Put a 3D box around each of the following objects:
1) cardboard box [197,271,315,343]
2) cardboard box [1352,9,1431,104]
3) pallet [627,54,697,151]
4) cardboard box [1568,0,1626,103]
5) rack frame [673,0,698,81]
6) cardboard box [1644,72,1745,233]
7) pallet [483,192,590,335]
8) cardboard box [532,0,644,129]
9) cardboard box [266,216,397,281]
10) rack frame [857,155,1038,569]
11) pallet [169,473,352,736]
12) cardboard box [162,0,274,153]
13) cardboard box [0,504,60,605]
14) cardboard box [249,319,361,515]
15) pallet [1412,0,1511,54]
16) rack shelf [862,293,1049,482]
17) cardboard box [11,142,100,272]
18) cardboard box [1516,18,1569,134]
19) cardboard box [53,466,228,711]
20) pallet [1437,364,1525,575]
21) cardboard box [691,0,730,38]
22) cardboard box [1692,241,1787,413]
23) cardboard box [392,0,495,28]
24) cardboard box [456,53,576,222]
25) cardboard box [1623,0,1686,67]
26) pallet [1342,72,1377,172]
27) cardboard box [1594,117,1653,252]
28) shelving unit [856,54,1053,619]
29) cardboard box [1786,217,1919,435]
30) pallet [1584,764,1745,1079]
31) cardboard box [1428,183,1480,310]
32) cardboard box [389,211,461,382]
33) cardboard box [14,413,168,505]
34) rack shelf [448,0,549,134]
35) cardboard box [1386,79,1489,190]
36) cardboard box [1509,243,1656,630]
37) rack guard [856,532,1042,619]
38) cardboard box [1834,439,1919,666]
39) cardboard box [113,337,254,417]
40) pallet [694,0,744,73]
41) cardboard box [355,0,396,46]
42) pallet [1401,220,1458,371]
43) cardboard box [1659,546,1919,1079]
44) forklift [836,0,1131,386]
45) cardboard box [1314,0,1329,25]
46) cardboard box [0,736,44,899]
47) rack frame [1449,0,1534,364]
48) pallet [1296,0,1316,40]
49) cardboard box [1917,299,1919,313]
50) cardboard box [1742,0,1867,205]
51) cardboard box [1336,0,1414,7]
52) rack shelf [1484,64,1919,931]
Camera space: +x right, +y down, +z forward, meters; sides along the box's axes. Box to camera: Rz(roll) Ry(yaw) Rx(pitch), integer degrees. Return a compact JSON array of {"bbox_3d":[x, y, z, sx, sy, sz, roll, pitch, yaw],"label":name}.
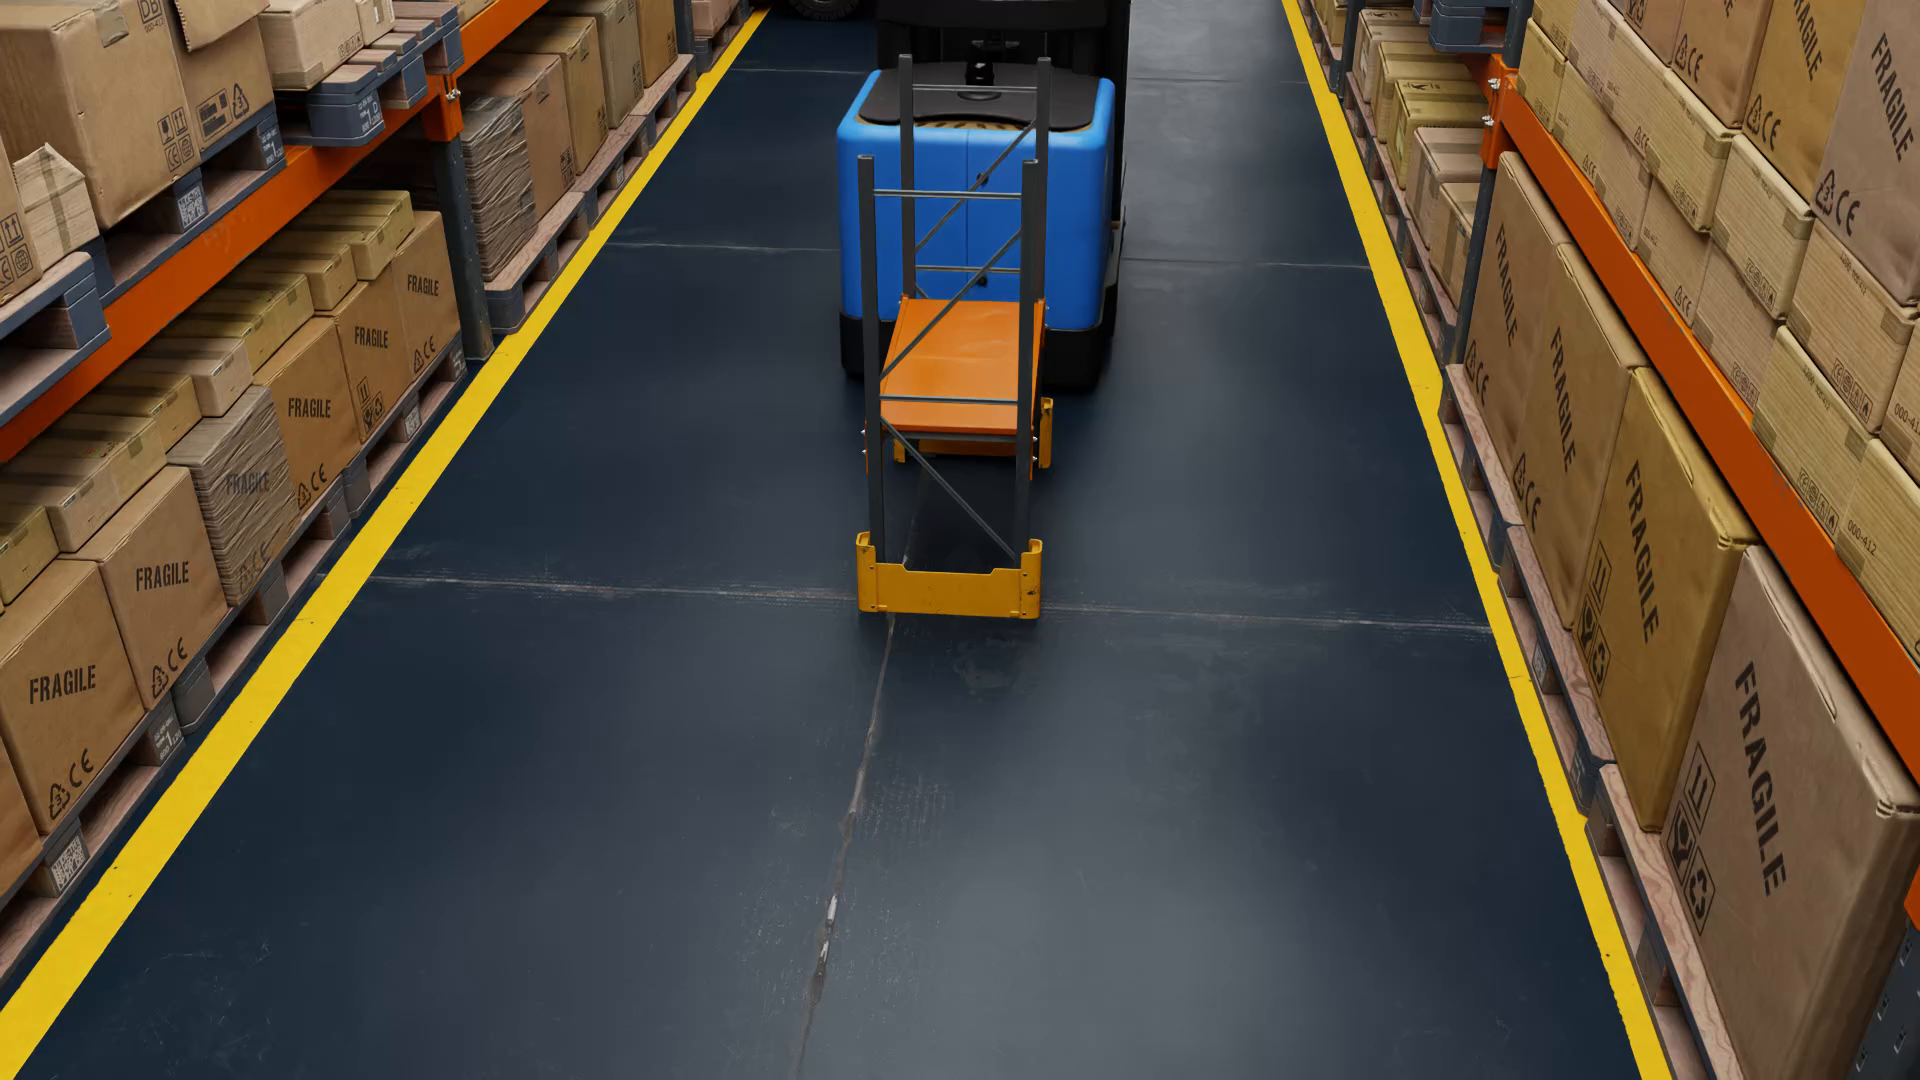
[{"bbox_3d":[-2.386,-0.774,5.511,0.380,0.149,0.250,3,32,5],"label":"cardboard box"},{"bbox_3d":[2.758,-2.735,9.434,0.950,0.372,0.625,3,32,5],"label":"cardboard box"},{"bbox_3d":[-2.170,-2.586,9.745,1.003,0.211,1.213,2,32,4],"label":"pallet"},{"bbox_3d":[2.142,-1.482,4.963,0.500,0.250,0.500,3,32,5],"label":"cardboard box"},{"bbox_3d":[-2.149,-4.160,9.641,1.000,3.000,0.127,2,32,4],"label":"rack frame"},{"bbox_3d":[2.035,-0.958,4.111,0.500,0.250,0.500,3,32,5],"label":"cardboard box"},{"bbox_3d":[-2.369,-1.310,7.674,1.003,0.211,1.213,2,32,4],"label":"pallet"},{"bbox_3d":[-2.251,-2.649,9.052,0.875,0.625,0.625,2,32,3],"label":"cardboard box"},{"bbox_3d":[-2.254,-1.046,5.952,0.380,0.149,0.250,1,32,1],"label":"cardboard box"},{"bbox_3d":[-0.034,-0.417,4.998,0.500,1.500,0.032,2,32,4],"label":"rack frame"},{"bbox_3d":[-2.675,0.144,5.315,1.003,0.211,1.213,2,32,4],"label":"pallet"},{"bbox_3d":[-2.423,-1.429,4.712,0.797,0.503,0.637,2,32,3],"label":"cardboard box"},{"bbox_3d":[-2.542,0.030,4.207,0.380,0.149,0.250,2,32,3],"label":"cardboard box"},{"bbox_3d":[-2.386,-0.417,5.551,0.500,0.500,0.500,4,32,6],"label":"cardboard box"},{"bbox_3d":[2.424,-2.154,6.568,1.213,0.211,1.003,2,32,4],"label":"pallet"},{"bbox_3d":[0.007,-0.530,5.523,0.538,0.185,1.000,2,32,4],"label":"rack shelf"},{"bbox_3d":[-2.305,-0.808,3.930,0.396,0.266,0.258,4,32,6],"label":"cardboard box"},{"bbox_3d":[2.182,-1.549,5.547,0.500,0.250,0.500,2,32,3],"label":"cardboard box"},{"bbox_3d":[-2.458,0.126,4.669,0.500,0.500,0.500,2,32,3],"label":"cardboard box"},{"bbox_3d":[2.333,-0.262,5.974,1.003,0.211,1.213,2,32,4],"label":"pallet"},{"bbox_3d":[-1.780,-3.407,10.640,0.500,0.250,0.500,3,32,4],"label":"cardboard box"},{"bbox_3d":[2.035,-0.477,3.808,0.500,0.250,0.500,2,32,3],"label":"cardboard box"},{"bbox_3d":[-2.195,-2.226,6.646,0.500,0.250,0.500,3,32,4],"label":"cardboard box"},{"bbox_3d":[-2.365,-1.904,7.843,0.875,0.625,0.625,3,32,6],"label":"cardboard box"},{"bbox_3d":[2.100,-1.549,4.356,0.500,0.500,0.500,3,32,5],"label":"cardboard box"},{"bbox_3d":[2.736,-2.355,9.371,1.003,0.211,1.213,2,32,4],"label":"pallet"},{"bbox_3d":[2.109,-1.006,4.666,0.500,0.250,0.500,3,32,6],"label":"cardboard box"},{"bbox_3d":[0.006,-0.678,5.421,0.587,1.500,1.083,2,32,4],"label":"shelving unit"},{"bbox_3d":[1.974,-0.418,3.236,0.500,0.250,0.500,3,32,5],"label":"cardboard box"},{"bbox_3d":[2.135,1.014,3.903,1.003,0.211,1.213,2,32,4],"label":"pallet"},{"bbox_3d":[2.529,-1.213,6.964,0.950,0.372,0.625,0,32,1],"label":"cardboard box"},{"bbox_3d":[-2.295,-0.952,6.419,0.500,0.500,0.500,3,32,5],"label":"cardboard box"},{"bbox_3d":[-2.462,-0.229,4.626,0.380,0.149,0.250,4,32,6],"label":"cardboard box"},{"bbox_3d":[-2.312,-2.808,8.133,1.077,0.370,4.000,2,32,4],"label":"rack shelf"},{"bbox_3d":[2.648,-1.996,8.234,0.950,0.372,0.625,3,32,6],"label":"cardboard box"},{"bbox_3d":[2.257,-0.308,5.016,0.875,0.875,0.875,3,32,5],"label":"cardboard box"},{"bbox_3d":[-0.034,0.114,5.327,0.587,0.250,0.087,2,32,4],"label":"rack guard"},{"bbox_3d":[1.932,0.052,2.949,0.500,0.250,0.500,2,32,3],"label":"cardboard box"},{"bbox_3d":[-2.399,-0.498,5.062,0.380,0.149,0.250,1,32,2],"label":"cardboard box"},{"bbox_3d":[-2.043,-3.387,11.044,1.003,0.211,1.213,2,32,4],"label":"pallet"},{"bbox_3d":[-2.146,-1.780,5.619,0.380,0.149,0.250,3,32,5],"label":"cardboard box"},{"bbox_3d":[2.538,-1.080,7.300,1.003,0.211,1.213,2,32,4],"label":"pallet"},{"bbox_3d":[2.118,0.632,3.491,0.875,0.875,0.875,3,32,6],"label":"cardboard box"},{"bbox_3d":[0.215,-2.614,7.198,1.130,2.935,3.031,4,32,6],"label":"forklift"},{"bbox_3d":[2.612,-3.557,10.884,0.500,0.250,0.500,2,32,3],"label":"cardboard box"},{"bbox_3d":[-2.537,0.666,3.793,0.500,0.500,0.500,4,32,6],"label":"cardboard box"},{"bbox_3d":[2.473,-1.858,5.906,1.000,3.000,0.127,2,32,4],"label":"rack frame"},{"bbox_3d":[2.914,-3.755,11.642,1.003,0.211,1.213,2,32,4],"label":"pallet"},{"bbox_3d":[1.933,-0.479,2.620,0.500,0.500,0.500,3,32,6],"label":"cardboard box"},{"bbox_3d":[2.029,-1.014,3.488,0.500,0.500,0.500,3,32,5],"label":"cardboard box"},{"bbox_3d":[2.579,-3.598,10.235,0.500,0.500,0.500,2,32,3],"label":"cardboard box"},{"bbox_3d":[2.310,-0.506,4.398,1.077,0.370,4.000,2,32,4],"label":"rack shelf"}]
